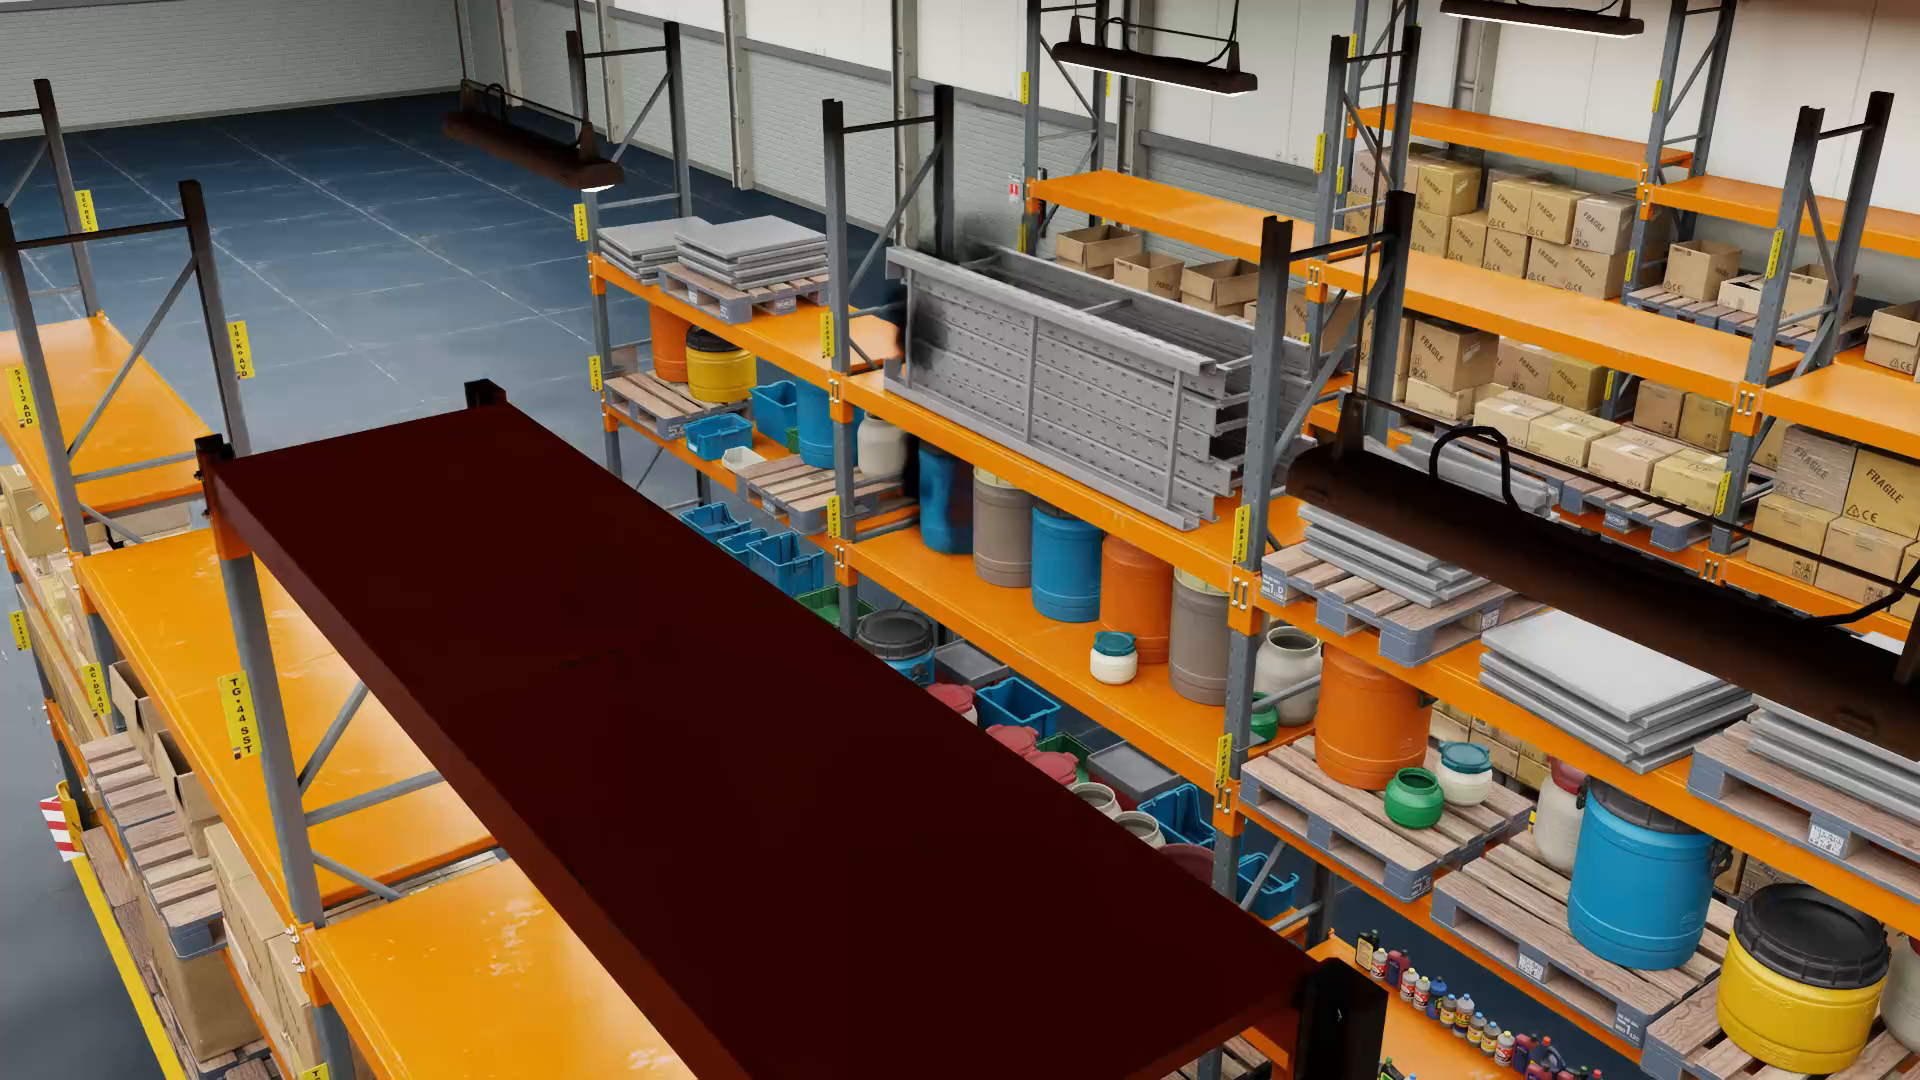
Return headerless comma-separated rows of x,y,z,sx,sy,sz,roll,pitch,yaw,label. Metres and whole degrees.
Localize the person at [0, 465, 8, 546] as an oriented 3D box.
-9.449,0.045,16.828,0.575,1.730,0.712,-3,25,-7,person
